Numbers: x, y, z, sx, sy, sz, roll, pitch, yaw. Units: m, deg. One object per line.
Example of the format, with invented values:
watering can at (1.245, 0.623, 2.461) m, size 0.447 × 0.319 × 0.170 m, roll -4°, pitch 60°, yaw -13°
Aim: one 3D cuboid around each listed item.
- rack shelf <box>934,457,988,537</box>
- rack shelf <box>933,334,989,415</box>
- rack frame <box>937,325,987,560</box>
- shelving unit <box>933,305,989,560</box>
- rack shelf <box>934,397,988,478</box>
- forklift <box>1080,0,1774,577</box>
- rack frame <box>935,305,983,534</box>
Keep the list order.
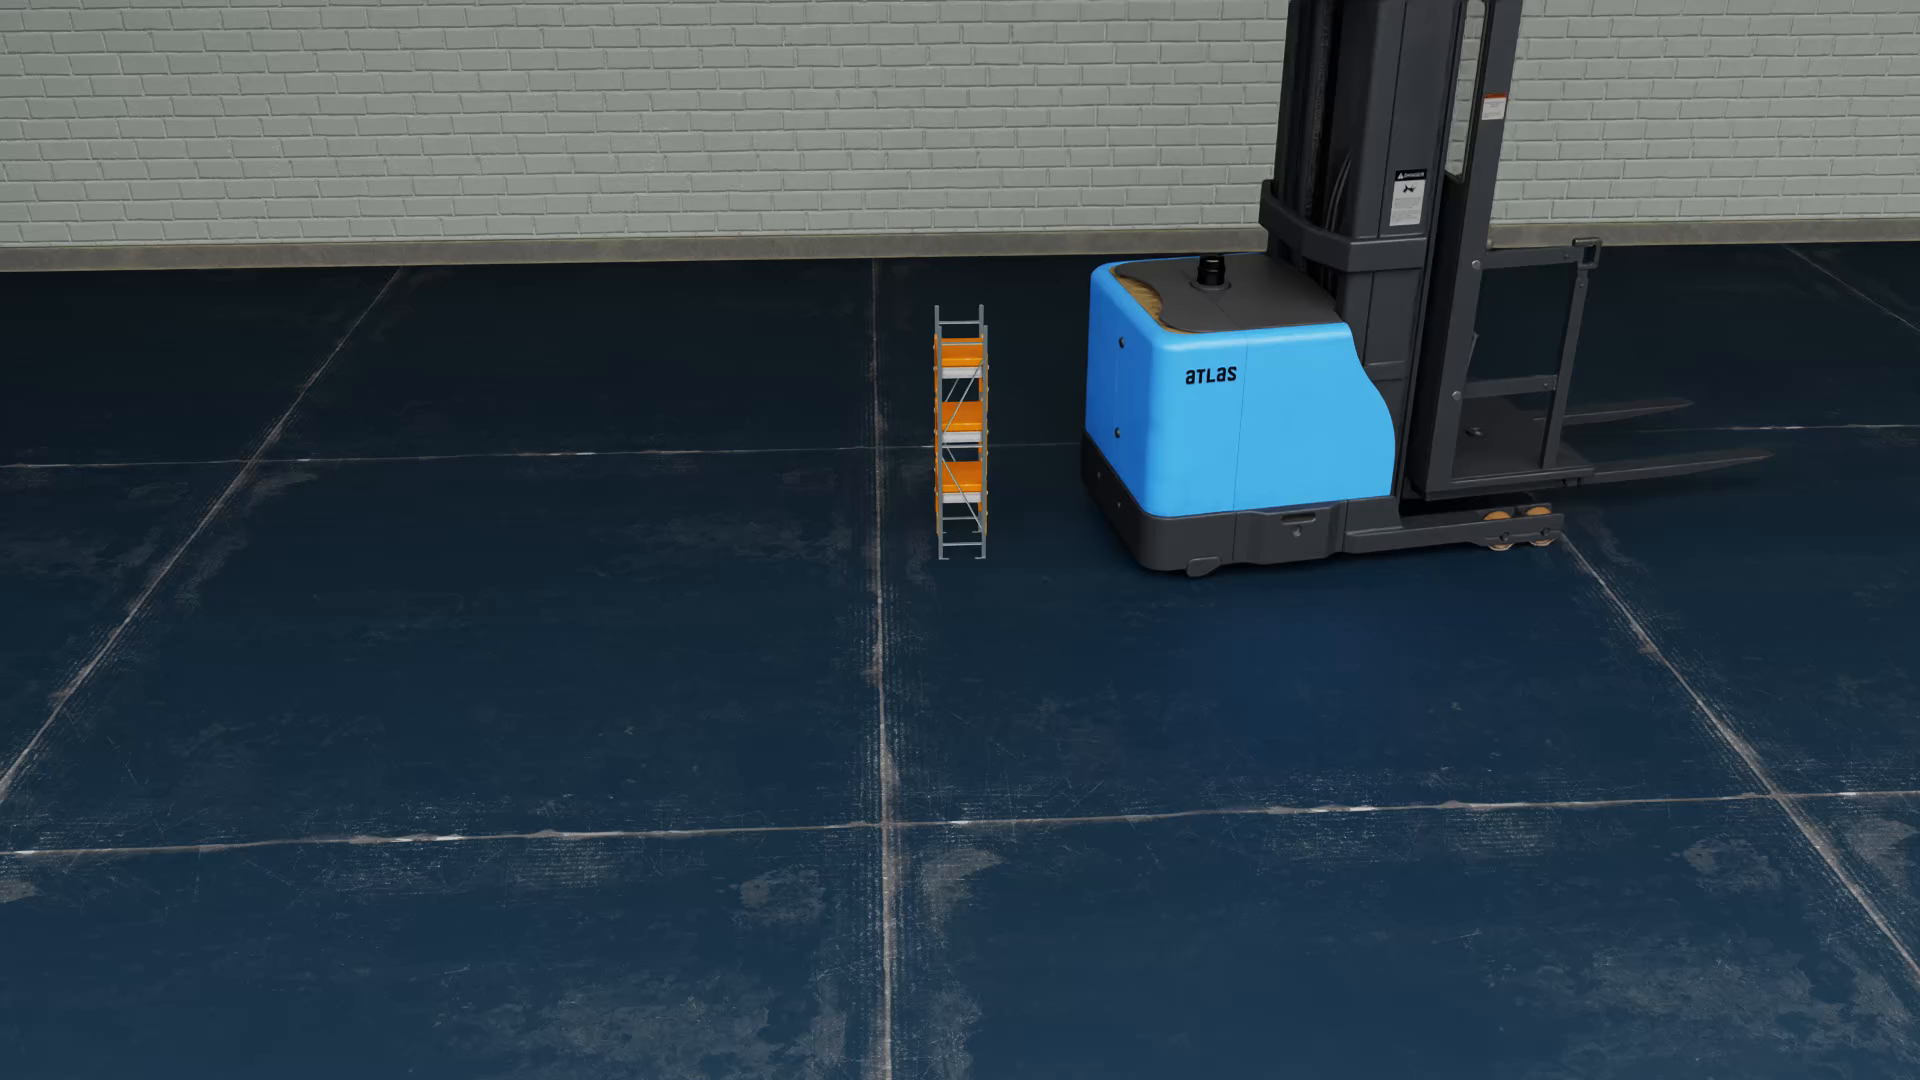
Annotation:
rack shelf at (0.003, -0.185, 7.093) m, size 0.215 × 0.259 × 0.240 m, roll -1°, pitch 28°, yaw -3°
rack shelf at (0.003, -0.683, 6.834) m, size 0.215 × 0.259 × 0.240 m, roll -1°, pitch 28°, yaw -3°
rack frame at (0.009, -0.384, 6.852) m, size 0.200 × 1.050 × 0.008 m, roll -1°, pitch 28°, yaw -3°
shelving unit at (0.003, -0.441, 6.960) m, size 0.215 × 1.050 × 0.252 m, roll -1°, pitch 28°, yaw -3°
rack shelf at (0.003, -0.431, 6.965) m, size 0.215 × 0.259 × 0.240 m, roll -1°, pitch 28°, yaw -3°
forklift at (2.126, -1.486, 6.929) m, size 3.031 × 2.935 × 1.130 m, roll -6°, pitch 28°, yaw -11°
rack frame at (-0.004, -0.497, 7.068) m, size 0.200 × 1.050 × 0.008 m, roll -1°, pitch 28°, yaw -3°
